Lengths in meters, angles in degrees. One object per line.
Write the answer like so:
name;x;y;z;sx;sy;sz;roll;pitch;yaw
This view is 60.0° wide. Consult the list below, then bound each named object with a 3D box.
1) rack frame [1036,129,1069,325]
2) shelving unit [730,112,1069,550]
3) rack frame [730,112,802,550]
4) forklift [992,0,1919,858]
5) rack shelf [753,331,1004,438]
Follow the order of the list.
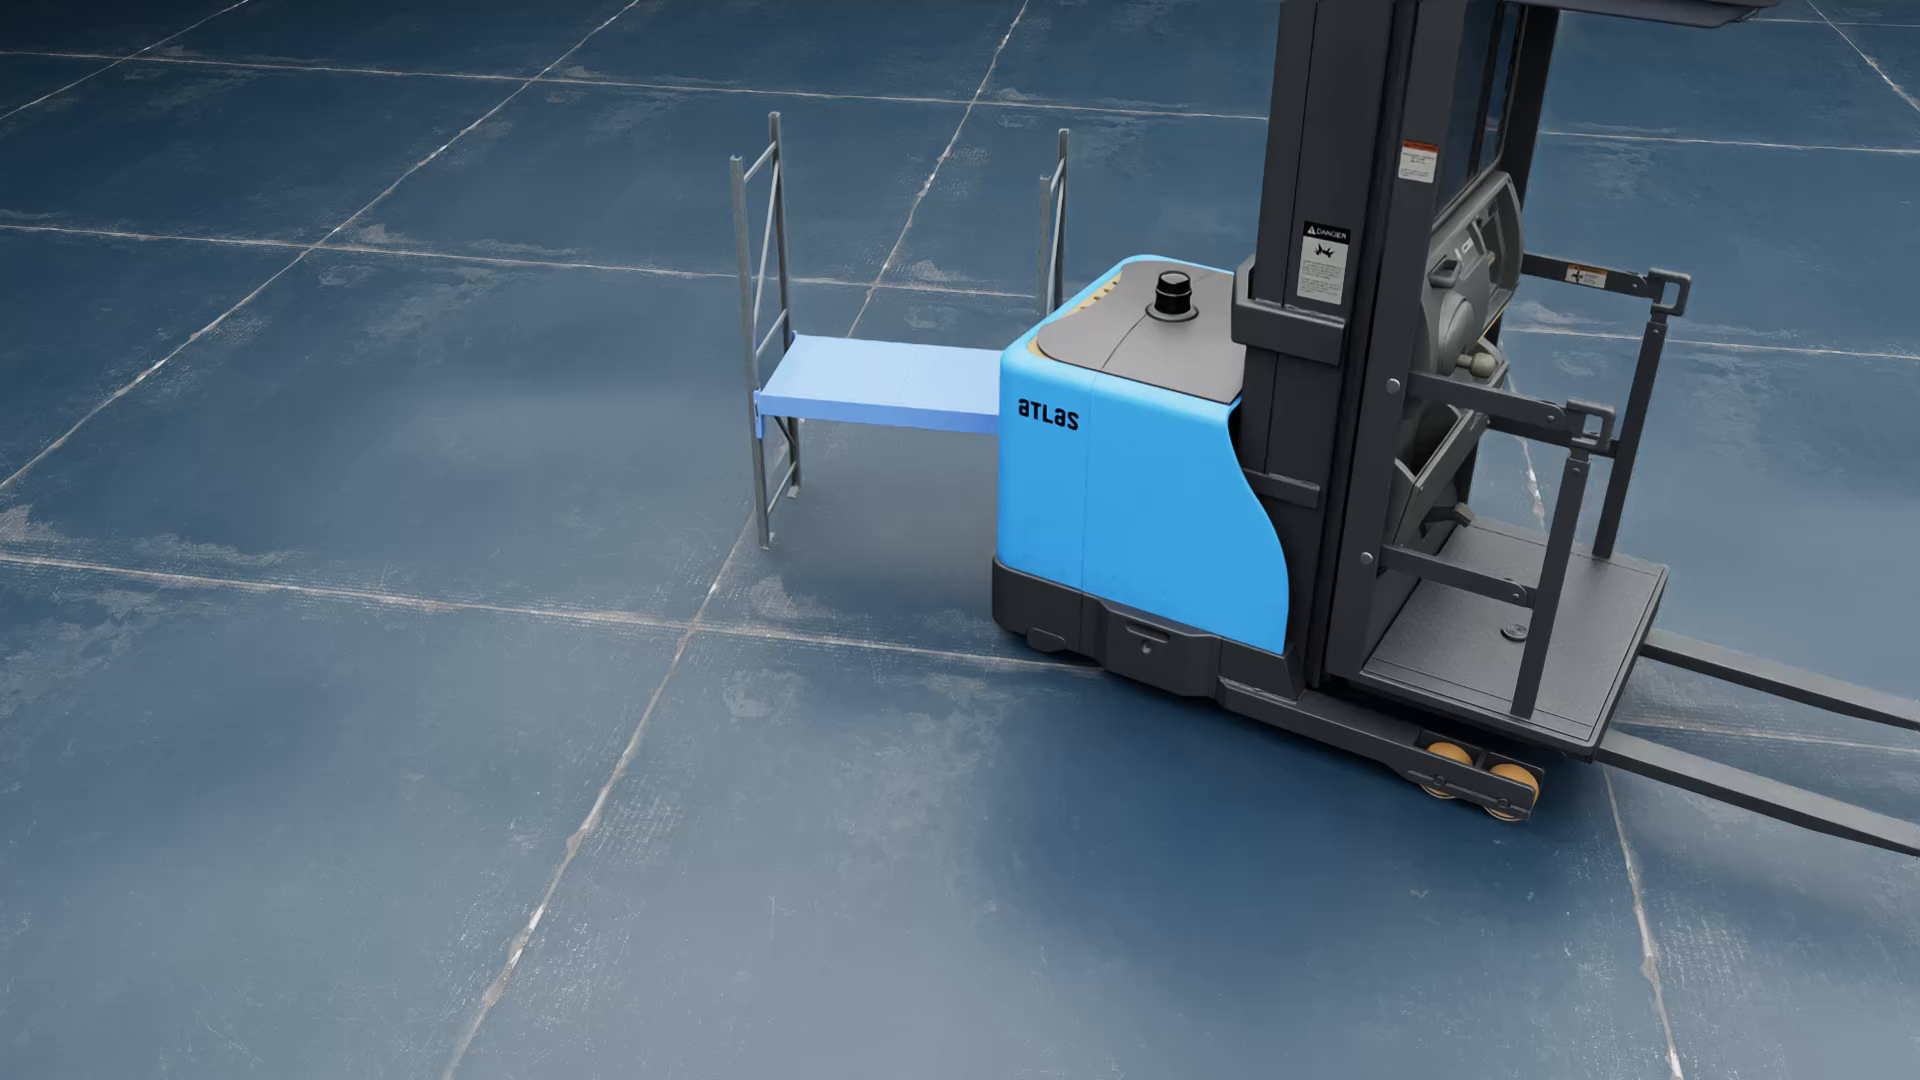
rack frame;0.312;-0.632;5.846;0.032;1.500;0.500;6;32;9
shelving unit;-0.188;-0.681;5.924;1.048;1.500;0.538;6;32;9
rack frame;-0.688;-0.729;6.002;0.032;1.500;0.500;6;32;9
forklift;1.638;-0.734;4.661;3.031;2.935;1.130;18;36;26
rack shelf;-0.188;-0.528;6.019;1.000;0.185;0.538;6;32;9
